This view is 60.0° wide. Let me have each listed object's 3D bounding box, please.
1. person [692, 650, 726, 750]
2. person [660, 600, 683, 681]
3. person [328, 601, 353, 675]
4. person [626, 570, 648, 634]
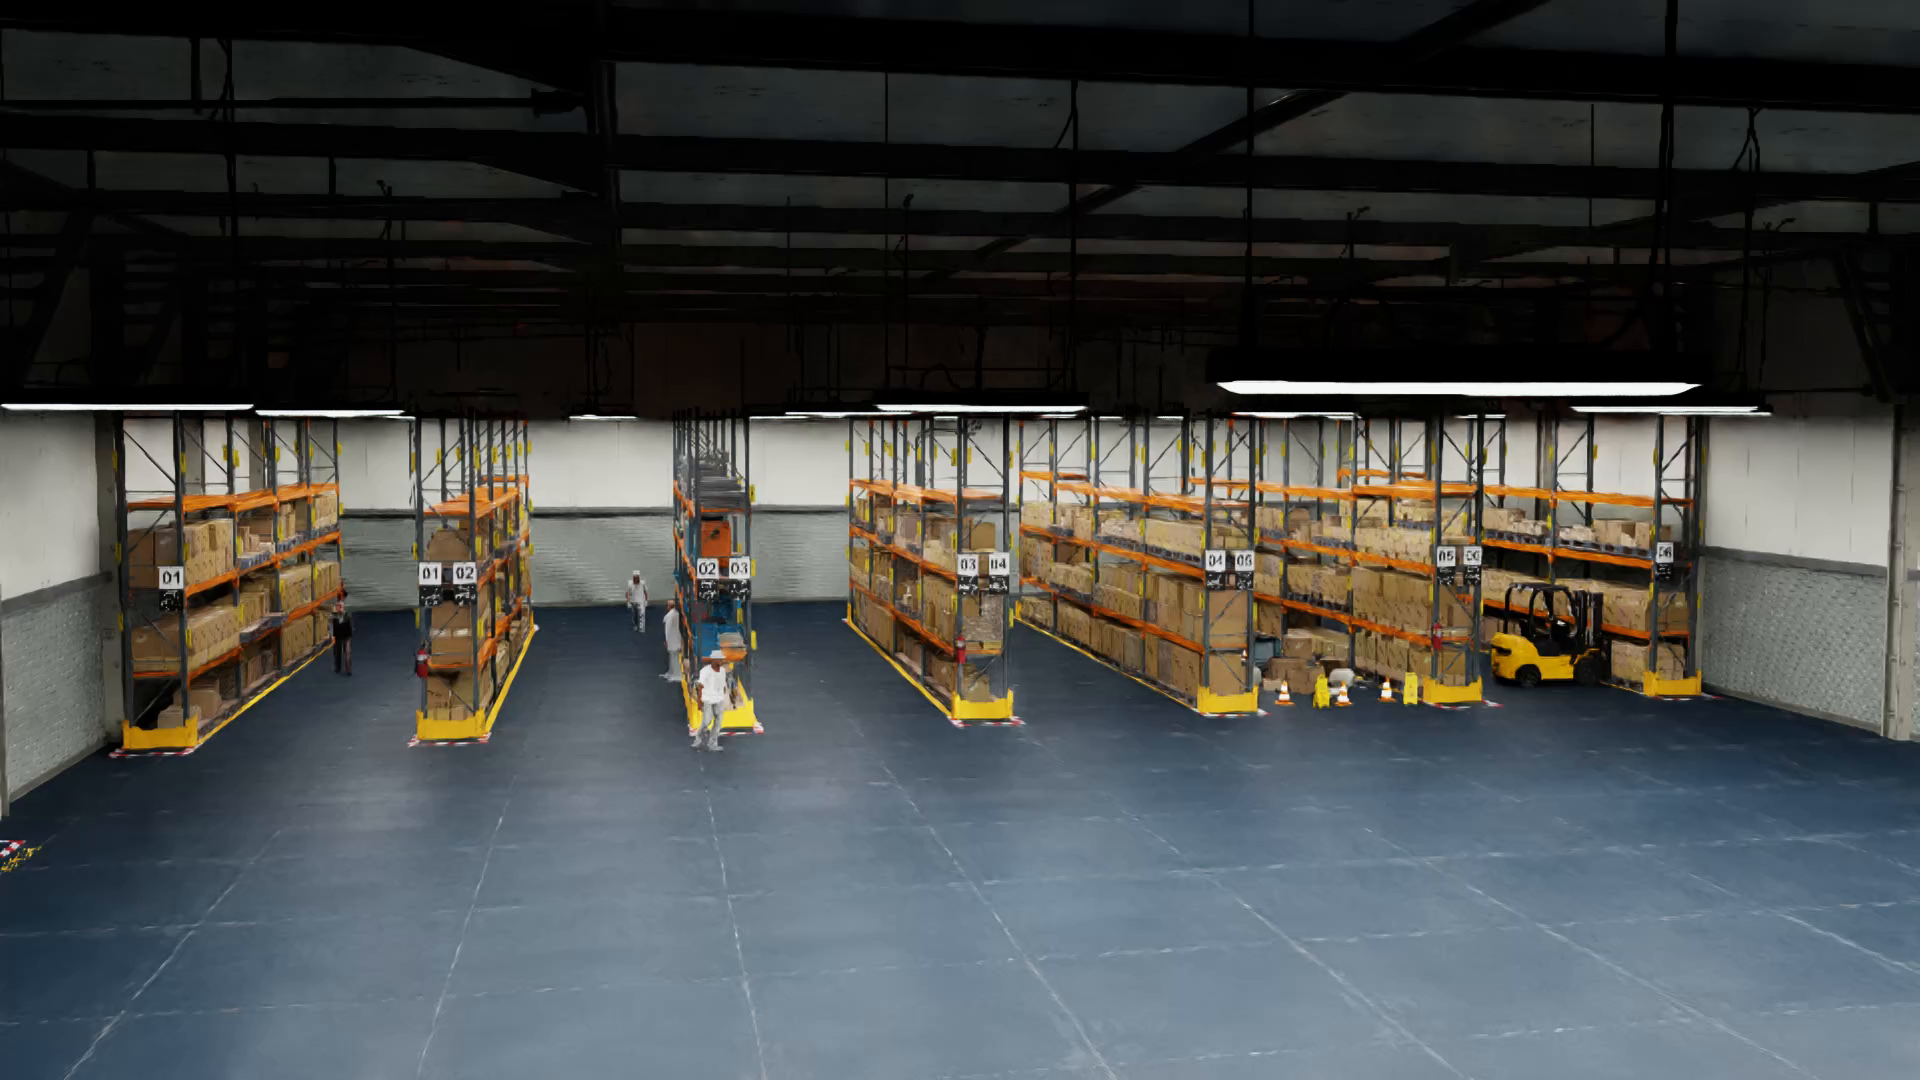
[{"bbox_3d":[-4.356,2.787,29.019,0.579,1.754,0.612,4,6,44],"label":"person"},{"bbox_3d":[-6.393,2.201,36.774,0.610,1.776,0.656,0,4,7],"label":"person"},{"bbox_3d":[-14.005,2.209,37.613,0.537,1.665,1.014,-1,4,-20],"label":"person"},{"bbox_3d":[-8.743,1.660,44.983,0.566,1.706,1.122,-1,4,-9],"label":"person"}]
